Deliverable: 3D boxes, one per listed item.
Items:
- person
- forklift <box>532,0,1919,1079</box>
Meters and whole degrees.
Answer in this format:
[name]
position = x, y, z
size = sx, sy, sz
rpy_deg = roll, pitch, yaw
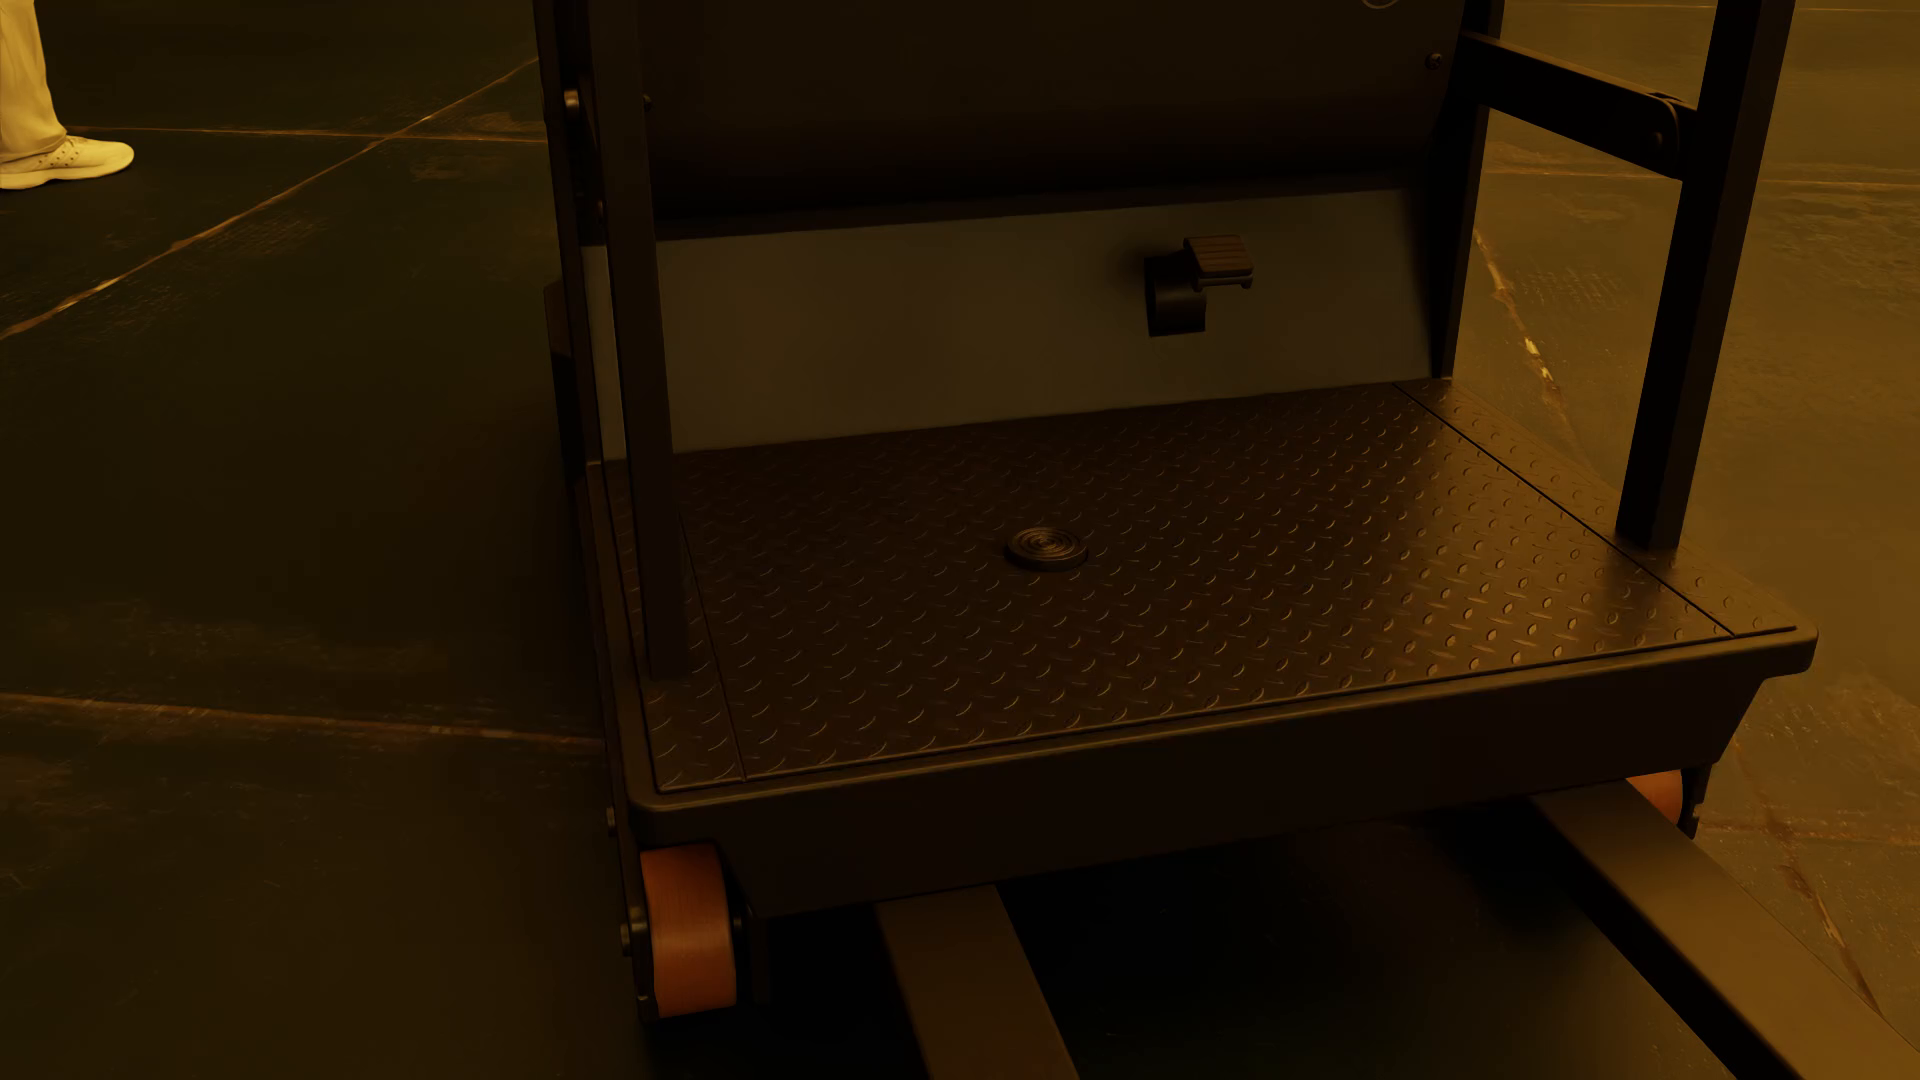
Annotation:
[person]
position = -2.529, -1.794, 4.100
size = 0.580, 1.783, 0.387
rpy_deg = 15, 30, 28
[forklift]
position = 0.153, -1.049, 1.319
size = 1.130, 2.935, 3.031
rpy_deg = -7, 27, -13
